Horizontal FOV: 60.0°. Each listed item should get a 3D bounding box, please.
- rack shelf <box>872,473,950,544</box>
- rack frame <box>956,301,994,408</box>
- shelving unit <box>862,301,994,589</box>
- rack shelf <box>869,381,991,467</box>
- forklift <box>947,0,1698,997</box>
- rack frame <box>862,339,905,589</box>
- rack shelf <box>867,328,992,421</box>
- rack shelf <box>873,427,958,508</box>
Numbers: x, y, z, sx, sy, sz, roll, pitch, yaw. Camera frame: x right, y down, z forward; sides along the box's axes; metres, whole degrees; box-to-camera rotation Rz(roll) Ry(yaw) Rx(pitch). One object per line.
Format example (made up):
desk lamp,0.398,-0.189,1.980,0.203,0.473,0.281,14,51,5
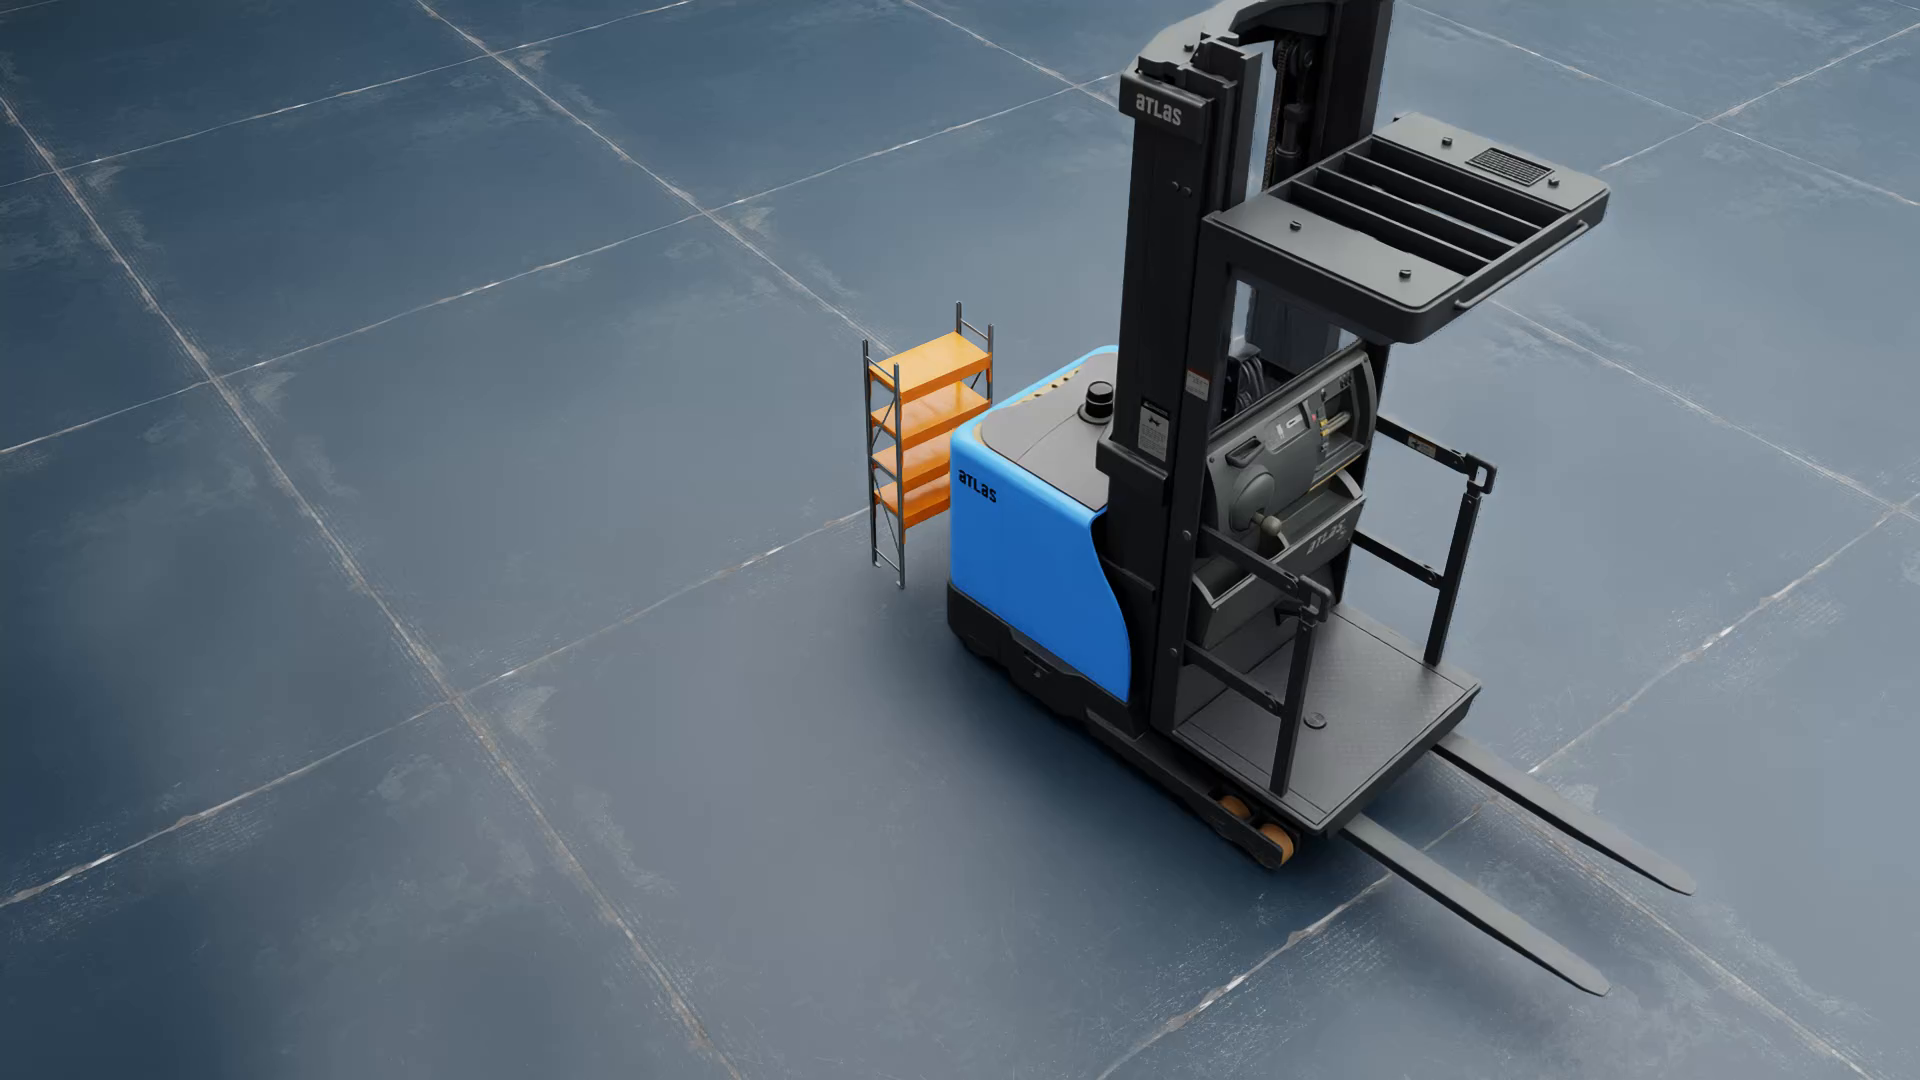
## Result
rack shelf,-0.131,-0.194,7.460,0.480,0.148,0.258,-26,46,-28
rack frame,0.062,-0.494,7.406,0.015,1.200,0.240,-26,46,-28
shelving unit,-0.131,-0.400,7.291,0.503,1.200,0.258,-26,46,-28
rack shelf,-0.131,-0.521,7.192,0.480,0.148,0.258,-26,46,-28
forklift,1.330,-0.275,5.774,1.130,2.935,3.031,-32,49,-33
rack frame,-0.325,-0.306,7.177,0.015,1.200,0.240,-26,46,-28
rack shelf,-0.131,-0.704,7.042,0.480,0.148,0.258,-26,46,-28
rack shelf,-0.131,-0.348,7.334,0.480,0.148,0.258,-26,46,-28
